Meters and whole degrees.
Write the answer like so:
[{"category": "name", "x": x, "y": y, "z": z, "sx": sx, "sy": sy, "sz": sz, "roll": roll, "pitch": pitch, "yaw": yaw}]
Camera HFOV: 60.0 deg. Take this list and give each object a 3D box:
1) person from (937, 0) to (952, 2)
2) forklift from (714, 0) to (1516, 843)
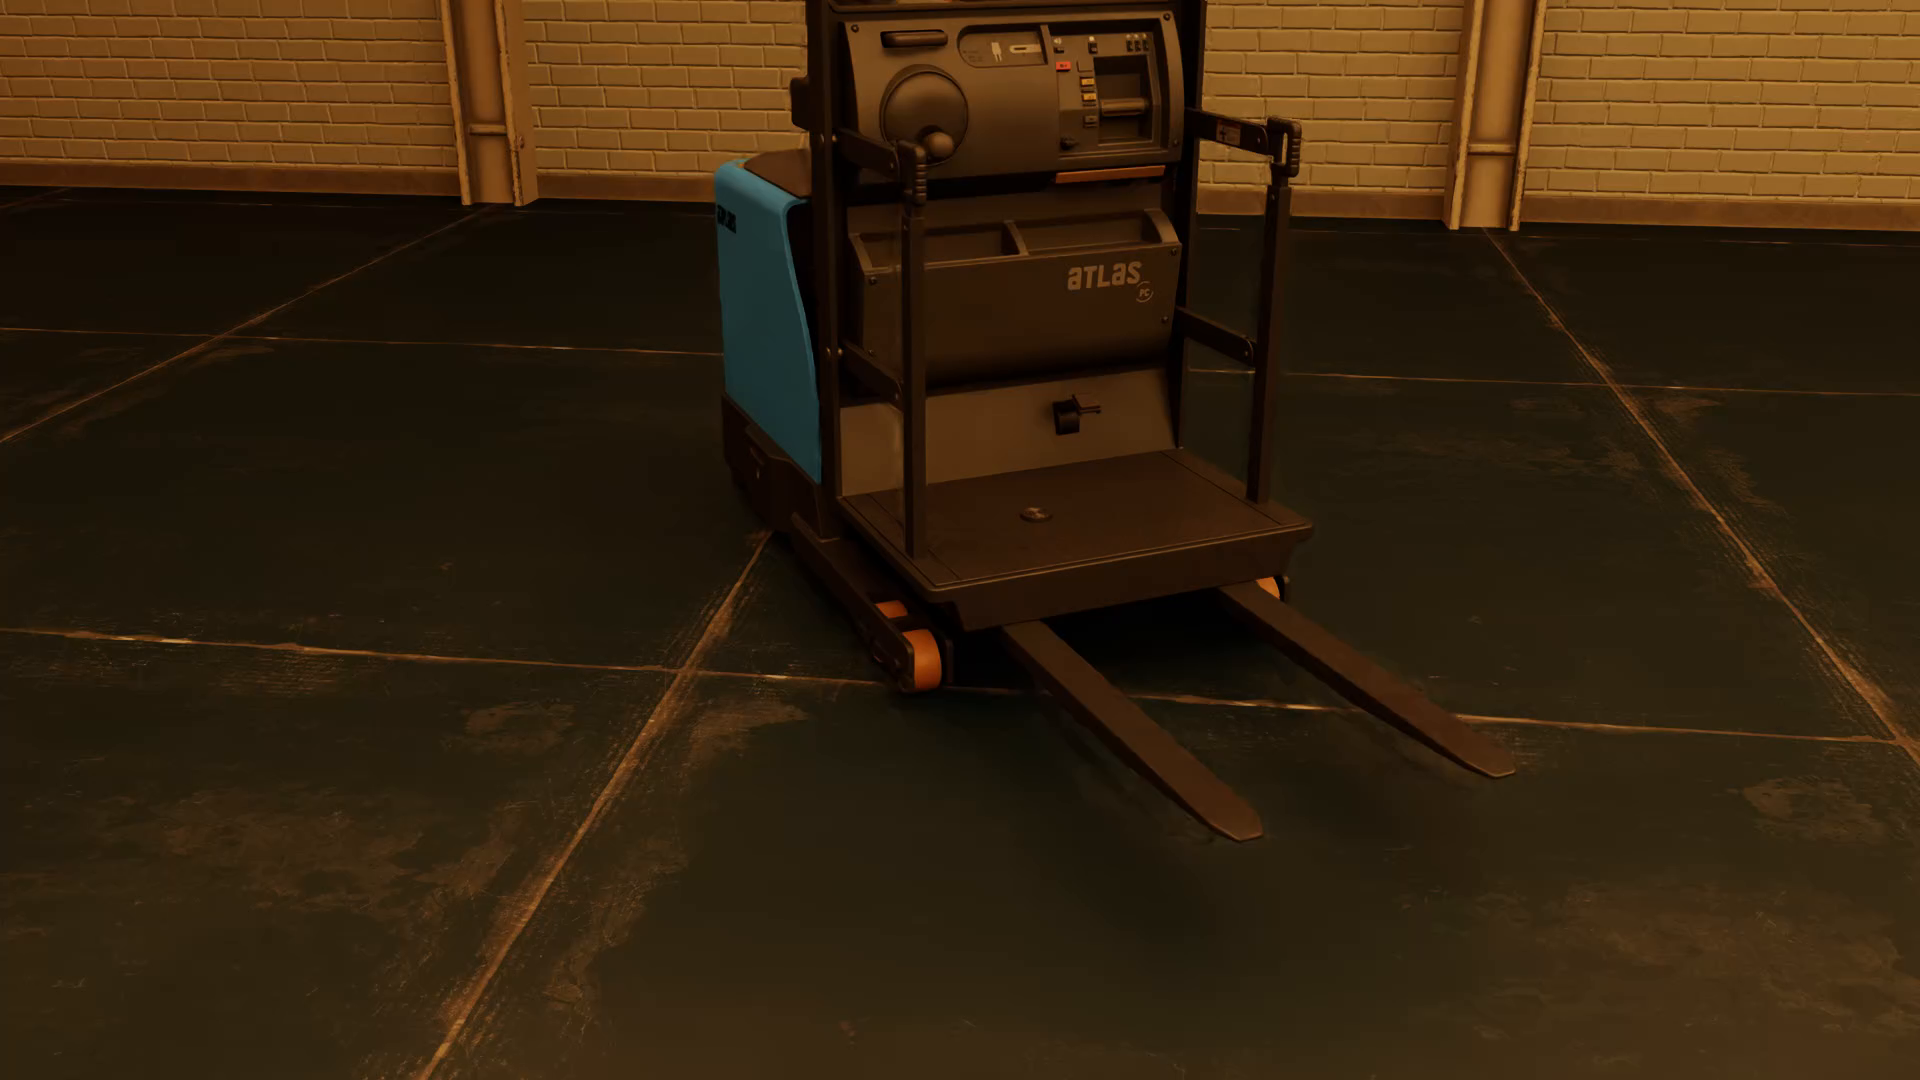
[{"category": "person", "x": 0.007, "y": -1.869, "z": 7.753, "sx": 0.566, "sy": 1.601, "sz": 0.720, "roll": -7, "pitch": 23, "yaw": -17}, {"category": "forklift", "x": 0.240, "y": -1.150, "z": 4.109, "sx": 1.130, "sy": 2.935, "sz": 3.031, "roll": -9, "pitch": 24, "yaw": -21}]
